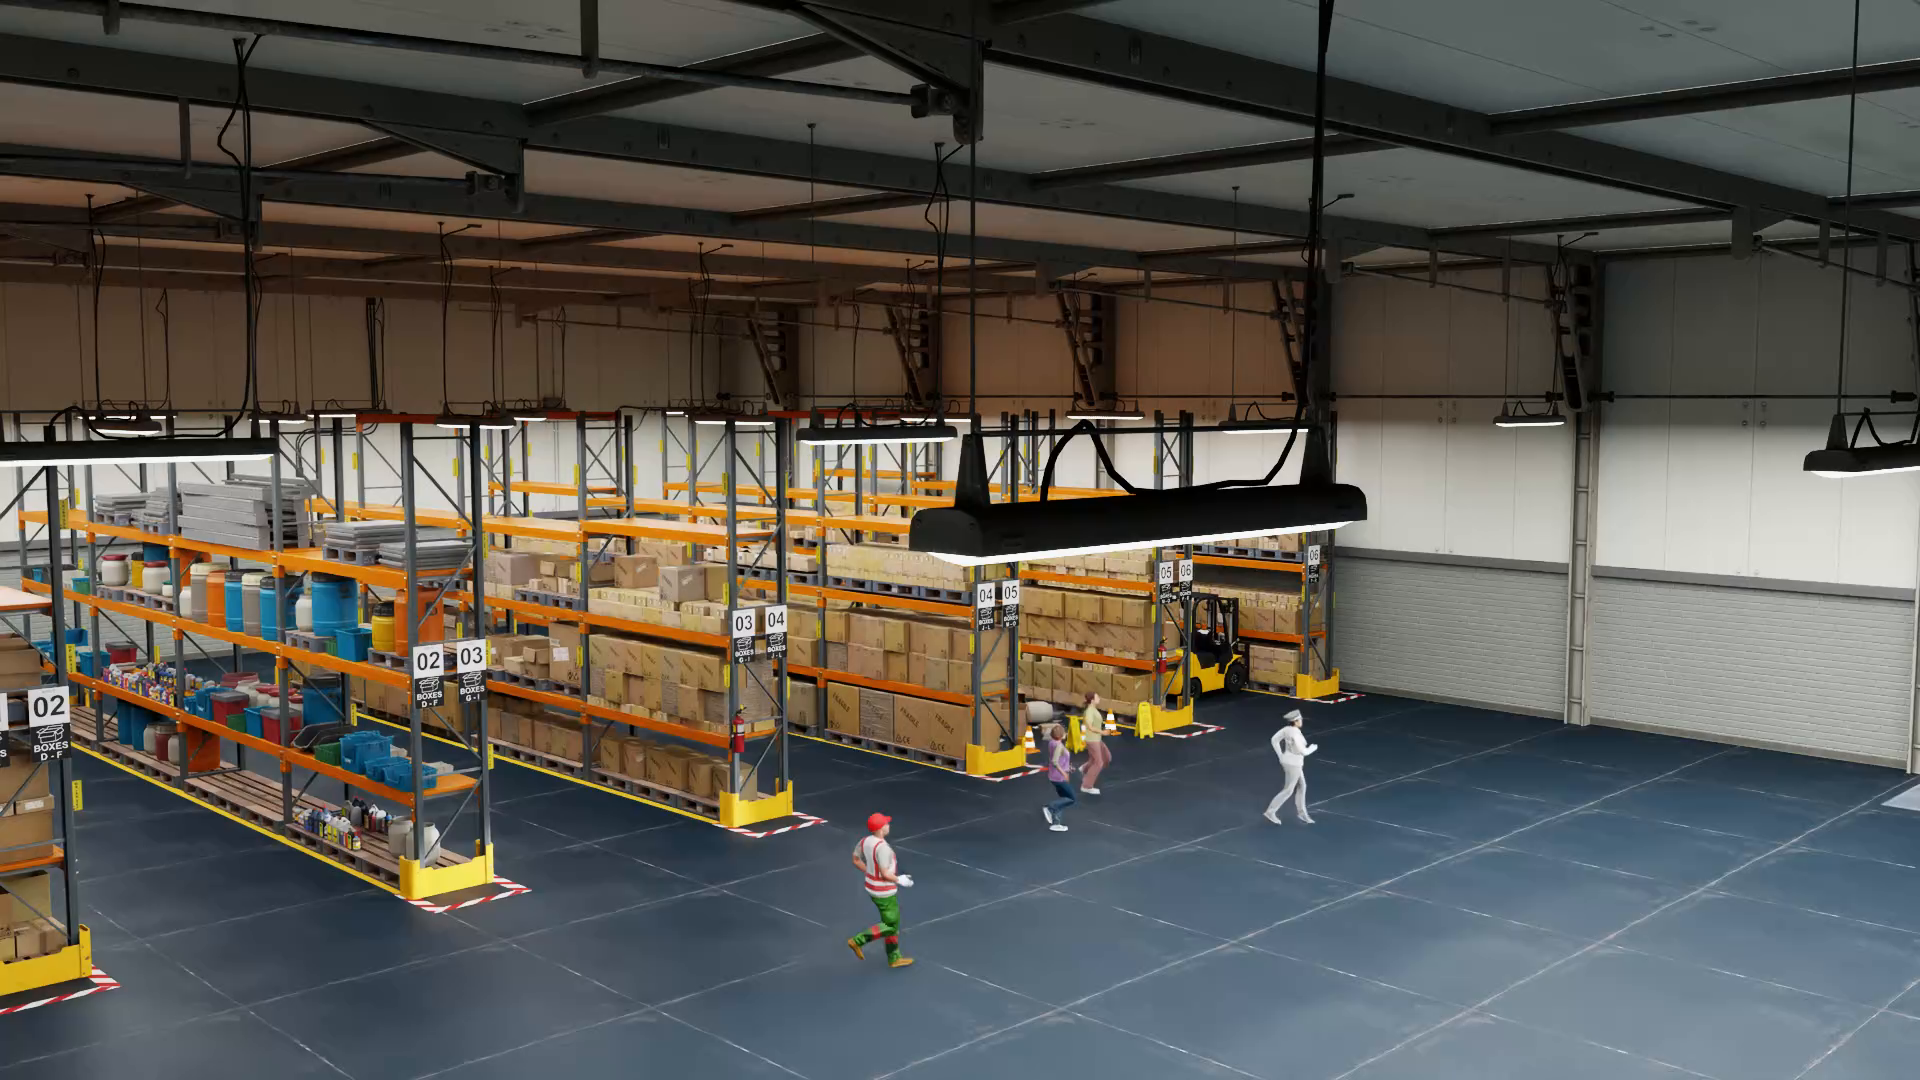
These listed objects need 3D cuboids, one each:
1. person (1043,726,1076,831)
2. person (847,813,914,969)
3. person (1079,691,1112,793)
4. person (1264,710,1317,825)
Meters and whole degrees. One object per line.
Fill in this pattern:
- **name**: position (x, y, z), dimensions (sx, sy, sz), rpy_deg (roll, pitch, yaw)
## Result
- **person**: position (1.476, 3.463, 24.176), dimensions (0.470, 1.555, 0.536), rpy_deg (-1, 5, -14)
- **person**: position (-0.899, 3.869, 18.296), dimensions (0.832, 1.762, 0.655), rpy_deg (-3, 6, -28)
- **person**: position (2.158, 3.221, 26.643), dimensions (0.536, 1.640, 0.606), rpy_deg (1, 5, 11)
- **person**: position (4.856, 3.354, 24.438), dimensions (0.806, 1.743, 0.625), rpy_deg (0, 5, -6)
